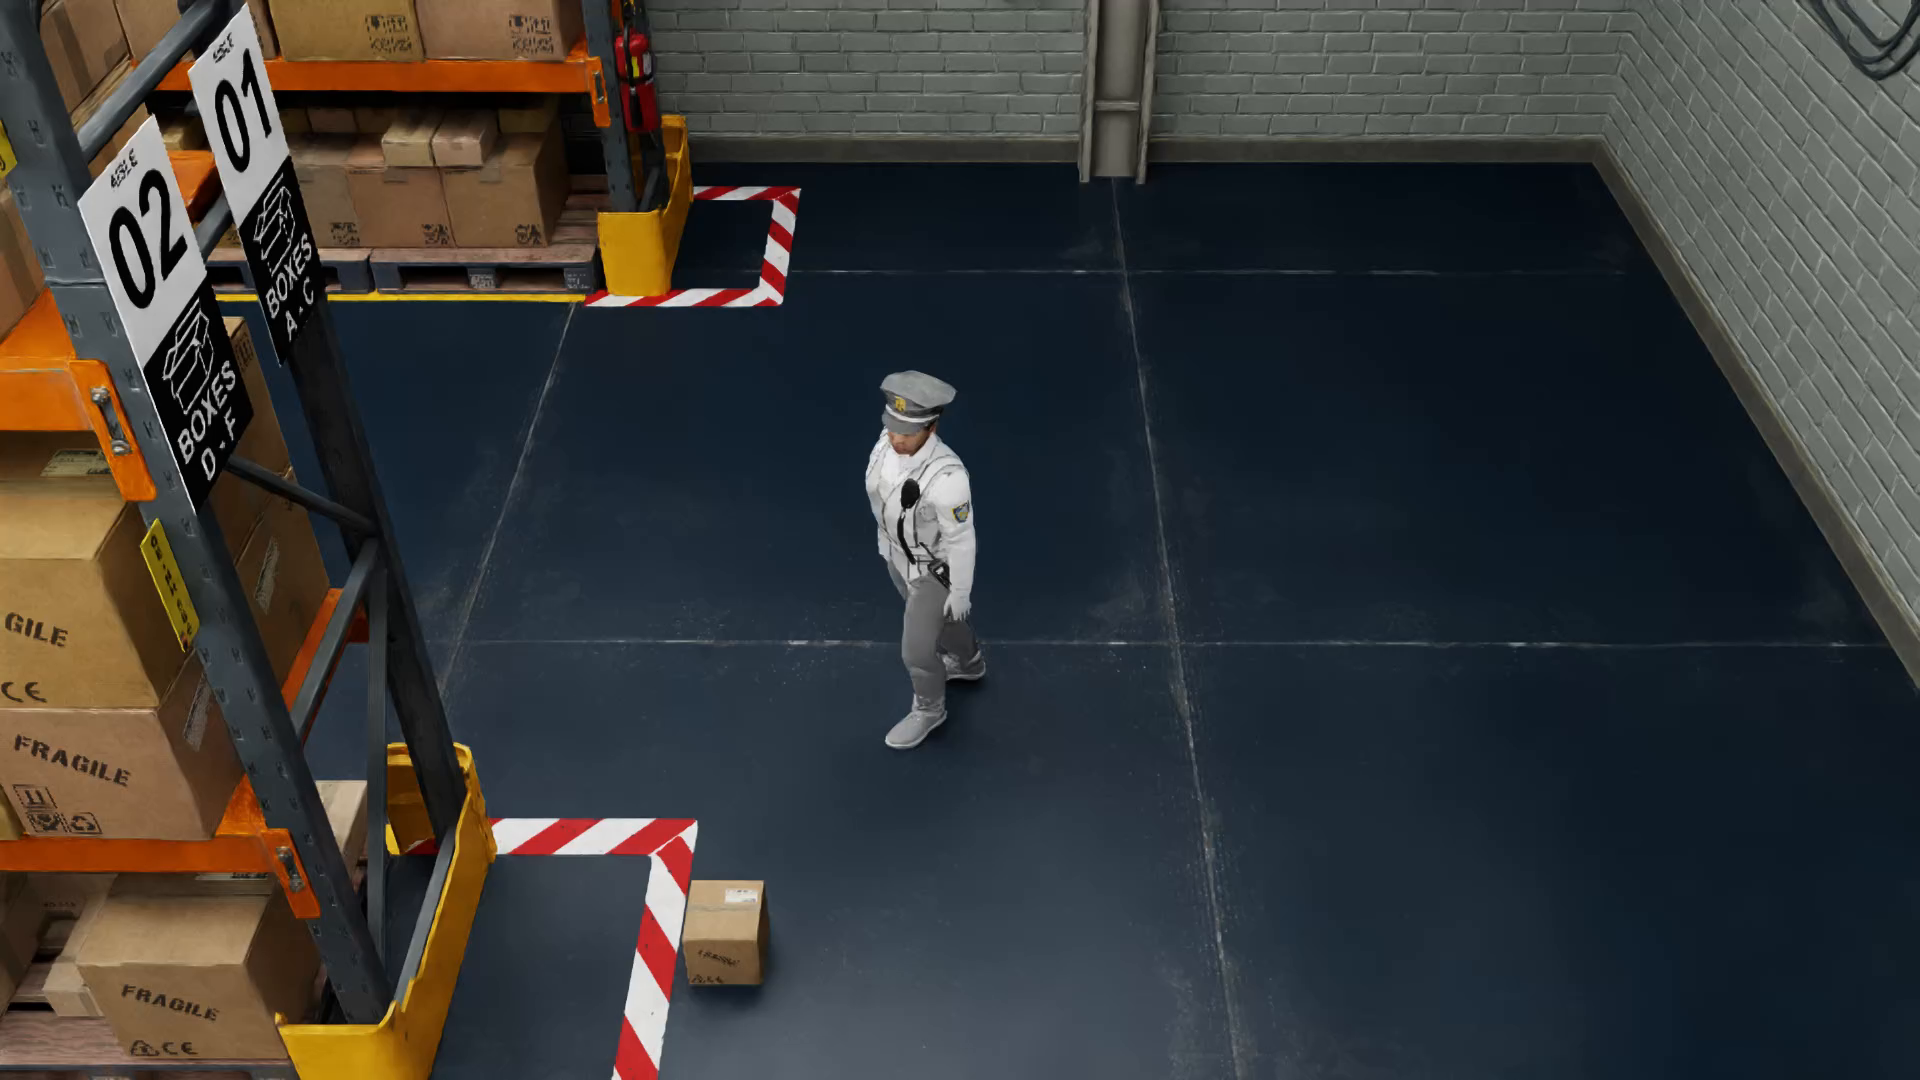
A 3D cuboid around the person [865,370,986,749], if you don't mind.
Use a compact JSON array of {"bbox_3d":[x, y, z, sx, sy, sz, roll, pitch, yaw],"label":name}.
[{"bbox_3d":[-0.082,0.050,6.088,0.535,1.666,0.519,-22,44,-24],"label":"person"}]
